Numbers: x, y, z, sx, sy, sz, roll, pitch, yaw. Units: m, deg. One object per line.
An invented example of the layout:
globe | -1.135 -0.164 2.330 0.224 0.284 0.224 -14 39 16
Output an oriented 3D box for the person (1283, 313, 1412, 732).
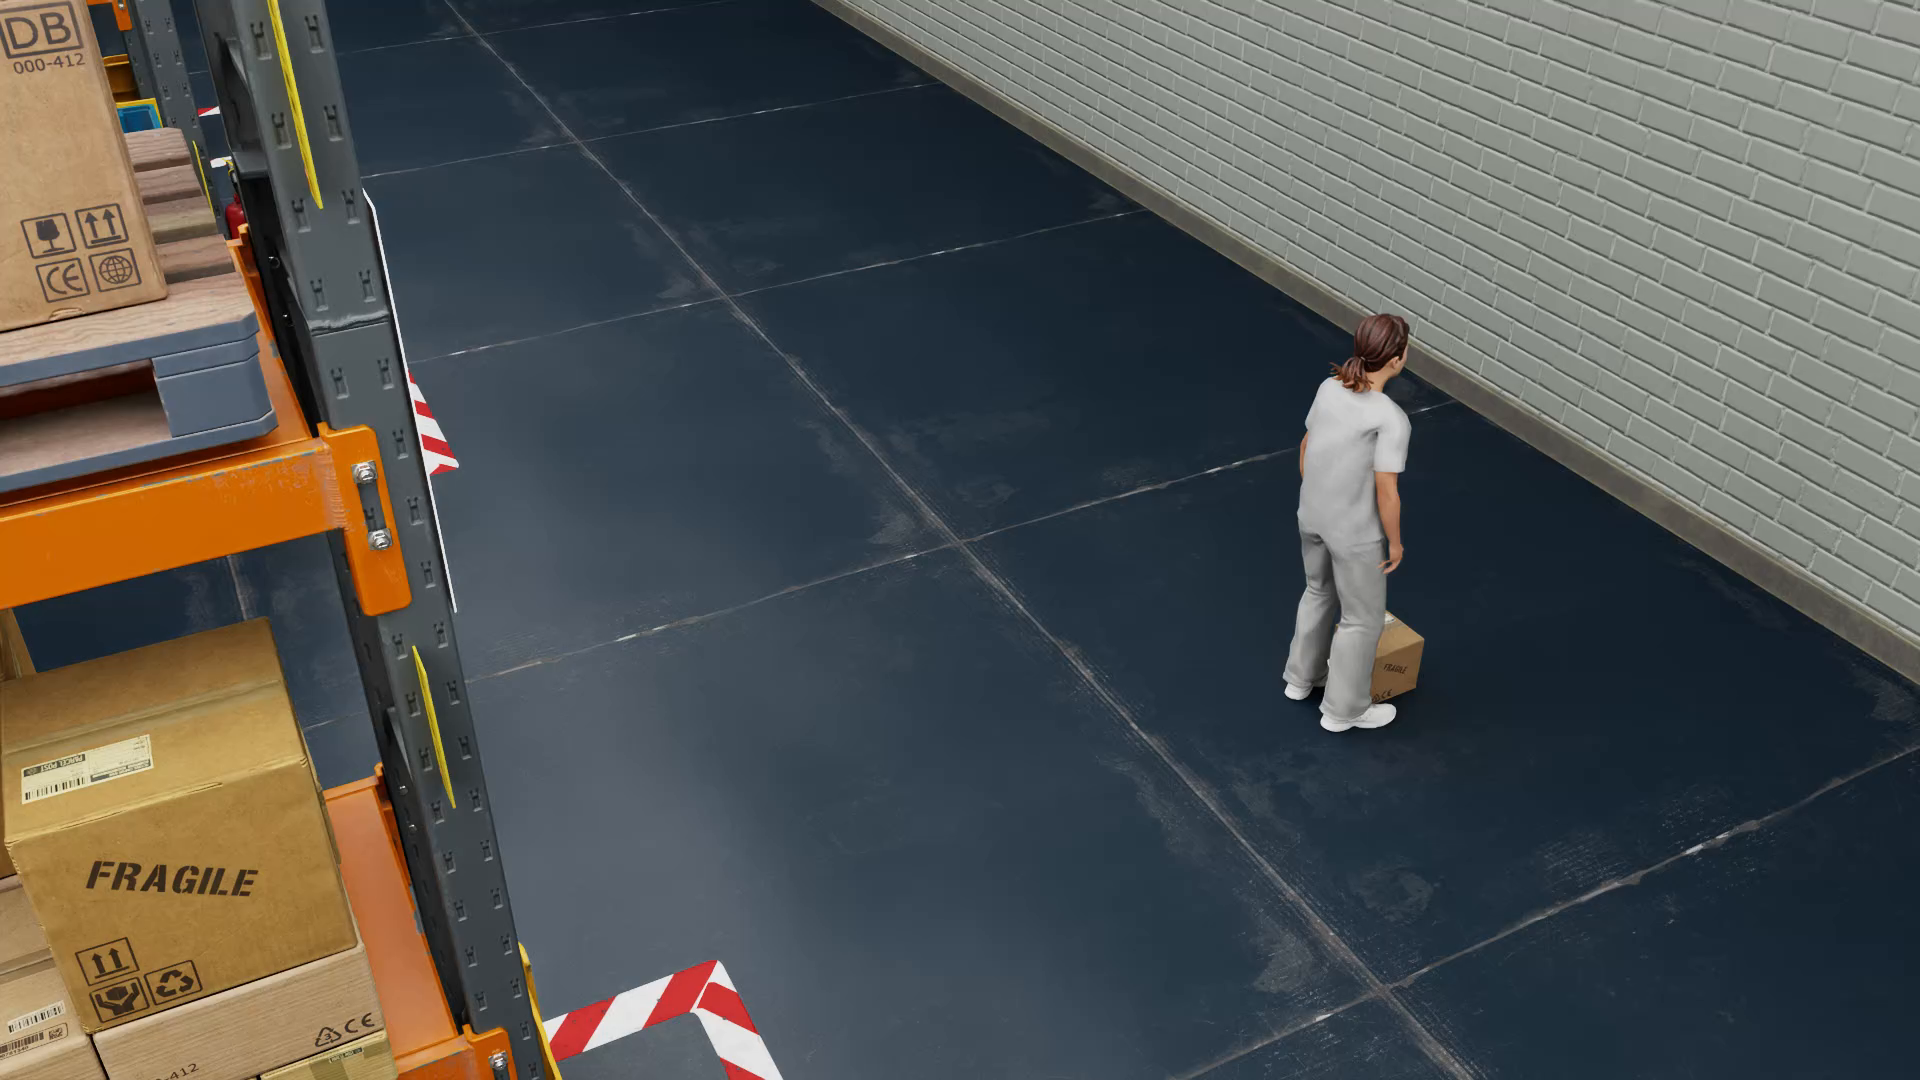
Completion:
person | 1.465 -0.059 6.232 0.364 1.671 0.514 -18 37 -26
